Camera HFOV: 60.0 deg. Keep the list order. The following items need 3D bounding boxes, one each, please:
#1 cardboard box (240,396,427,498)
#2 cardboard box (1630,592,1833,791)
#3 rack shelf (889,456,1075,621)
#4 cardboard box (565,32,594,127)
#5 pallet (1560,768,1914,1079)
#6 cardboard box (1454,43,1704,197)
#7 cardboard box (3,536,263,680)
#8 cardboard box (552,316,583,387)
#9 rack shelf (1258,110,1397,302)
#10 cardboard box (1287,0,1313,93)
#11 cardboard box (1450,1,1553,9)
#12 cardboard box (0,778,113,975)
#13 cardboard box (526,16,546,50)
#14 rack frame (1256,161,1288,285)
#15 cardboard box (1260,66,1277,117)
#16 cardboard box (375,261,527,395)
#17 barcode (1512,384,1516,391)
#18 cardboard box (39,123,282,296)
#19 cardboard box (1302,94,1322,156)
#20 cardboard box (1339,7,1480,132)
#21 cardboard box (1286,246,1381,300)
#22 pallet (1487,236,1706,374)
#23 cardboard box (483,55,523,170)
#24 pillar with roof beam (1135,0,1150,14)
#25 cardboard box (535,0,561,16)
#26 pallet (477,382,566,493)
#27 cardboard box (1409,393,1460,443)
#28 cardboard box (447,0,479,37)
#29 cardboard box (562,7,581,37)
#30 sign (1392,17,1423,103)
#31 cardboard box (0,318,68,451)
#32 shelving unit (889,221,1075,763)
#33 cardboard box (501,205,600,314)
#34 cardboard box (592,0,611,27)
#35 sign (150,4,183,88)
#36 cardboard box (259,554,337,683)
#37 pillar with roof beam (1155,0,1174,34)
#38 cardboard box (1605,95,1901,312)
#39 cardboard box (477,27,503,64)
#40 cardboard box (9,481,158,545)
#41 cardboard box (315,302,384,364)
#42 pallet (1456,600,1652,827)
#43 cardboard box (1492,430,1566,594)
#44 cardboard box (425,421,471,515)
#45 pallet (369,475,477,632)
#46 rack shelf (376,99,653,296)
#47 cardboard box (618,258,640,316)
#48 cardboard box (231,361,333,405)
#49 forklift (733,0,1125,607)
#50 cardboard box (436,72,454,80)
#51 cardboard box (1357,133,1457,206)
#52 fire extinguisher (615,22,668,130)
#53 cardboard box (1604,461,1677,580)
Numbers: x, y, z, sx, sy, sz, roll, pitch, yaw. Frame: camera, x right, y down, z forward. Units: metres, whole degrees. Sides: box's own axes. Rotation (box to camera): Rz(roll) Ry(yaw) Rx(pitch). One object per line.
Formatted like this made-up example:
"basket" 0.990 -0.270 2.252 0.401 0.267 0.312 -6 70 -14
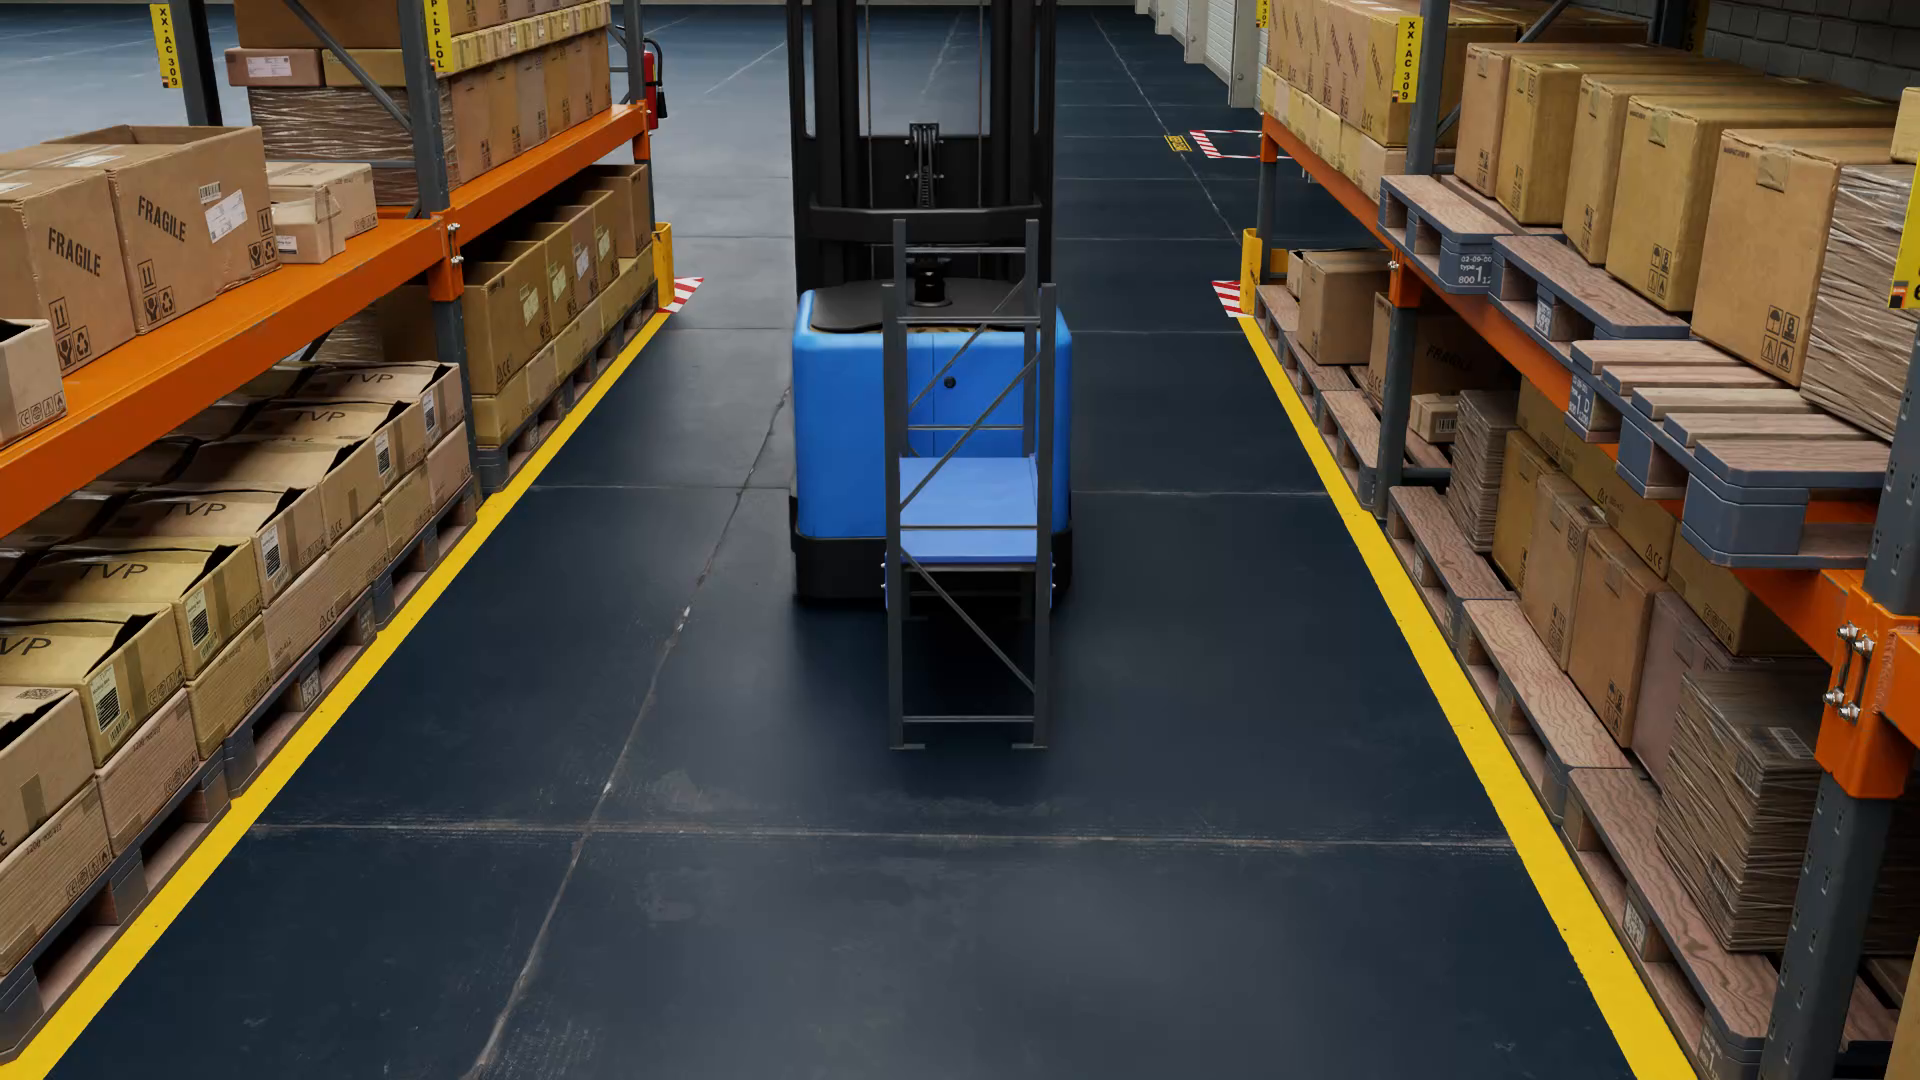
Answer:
"cardboard box" -2.371 -0.382 6.313 0.500 0.311 0.500 1 21 3
"cardboard box" 2.296 0.469 4.521 0.700 0.500 0.500 1 21 2
"rack shelf" 0.096 -0.028 5.524 0.538 0.185 1.000 2 21 5
"cardboard box" -2.552 -2.679 9.649 0.700 0.500 0.500 1 21 3
"pallet" 2.219 0.972 4.232 1.003 0.211 1.213 1 21 2
"cardboard box" 2.266 -1.560 6.155 0.700 0.500 0.500 1 21 2
"cardboard box" -2.422 0.166 4.901 0.500 0.311 0.500 0 21 0
"cardboard box" -2.278 -0.984 8.640 0.500 0.250 0.500 1 21 2
"rack shelf" 2.377 -1.879 8.720 1.077 0.370 4.000 1 21 2
"cardboard box" 2.076 -2.692 8.964 0.500 0.500 0.500 0 21 0
"cardboard box" 2.579 -2.315 7.992 0.500 0.500 0.500 1 21 3
"cardboard box" -2.448 0.802 4.037 0.500 0.250 0.500 1 21 1
"cardboard box" -2.380 -2.639 8.648 0.380 0.149 0.250 0 21 1
"rack frame" 2.438 -2.938 10.454 1.000 3.000 0.127 1 21 2
"cardboard box" 2.105 -2.704 10.032 0.500 0.250 0.500 0 21 0
"cardboard box" -2.309 -0.972 7.572 0.500 0.500 0.500 1 21 2
"barcode" 2.642 -0.705 7.933 0.001 0.075 0.075 1 21 2
"cardboard box" -2.691 -1.123 5.639 0.500 0.500 0.500 2 21 6
"cardboard box" 2.065 -2.150 8.602 0.500 0.250 0.500 1 21 2
"cardboard box" 2.031 -2.135 7.529 0.500 0.500 0.500 1 21 1
"cardboard box" 2.327 -1.640 10.218 0.500 0.311 0.500 -2 21 -4
"pallet" 2.214 -0.672 4.879 1.003 0.211 1.213 1 21 2
"cardboard box" -2.600 -2.124 8.218 0.700 0.500 0.500 1 21 2
"pillar with roof beam" -0.110 -16.366 36.769 9.100 9.000 0.400 1 21 2
"cardboard box" -2.568 -3.082 8.894 0.700 0.500 0.500 1 21 2
"pallet" -2.570 -0.532 8.108 1.003 0.211 1.213 1 21 2
"cardboard box" 2.302 -0.570 7.659 0.380 0.166 0.250 -2 21 -5
"cardboard box" -2.614 -2.539 7.495 0.700 0.500 0.500 1 21 1
"cardboard box" -2.359 -2.922 9.377 0.380 0.149 0.250 1 21 2
"sign" 1.773 -1.898 6.578 0.100 0.325 0.005 1 21 2
"cardboard box" -2.536 -0.378 3.980 0.500 0.311 0.500 0 21 1
"shelving unit" 0.096 -0.195 5.459 0.538 1.500 1.048 2 21 5
"cardboard box" -2.265 -1.515 8.970 0.500 0.500 0.500 1 21 2
"cardboard box" -2.335 -3.200 10.094 0.380 0.149 0.250 0 21 1
"sign" -3.190 -1.991 6.707 0.100 0.325 0.005 1 21 2
"cardboard box" -2.408 0.246 5.468 0.500 0.250 0.500 1 21 3
"pillar with roof beam" -0.292 -14.197 31.178 9.100 9.000 0.400 1 21 2
"cardboard box" 2.214 -0.918 4.501 0.700 0.500 0.500 1 21 2
"cardboard box" -2.404 -2.358 7.925 0.380 0.149 0.250 0 21 0
"cardboard box" -2.943 -0.017 5.373 0.500 0.311 0.500 1 21 3
"cardboard box" -2.813 -1.159 8.053 0.500 0.500 0.500 1 21 2
"pallet" 2.259 0.532 5.365 1.003 0.211 1.213 1 21 2
"cardboard box" 2.345 -0.078 5.930 0.700 0.500 0.500 0 21 1
"cardboard box" -2.358 -0.305 6.890 0.500 0.250 0.500 0 21 1
"pallet" -2.619 0.022 6.680 1.003 0.211 1.213 1 21 2
"rack shelf" -2.575 -1.932 8.857 1.077 0.370 4.000 1 21 2
"cardboard box" -2.238 -1.527 10.038 0.500 0.250 0.500 1 21 2
"cardboard box" -2.897 -0.573 6.805 0.500 0.311 0.500 1 21 2
"forklift" -0.356 -1.619 7.150 1.130 2.935 3.031 -8 22 -19
"cardboard box" -2.426 -2.080 7.207 0.380 0.149 0.250 1 21 2
"cardboard box" 2.027 -1.606 7.200 0.500 0.250 0.500 1 21 2
"fire extinguisher" -2.046 -2.993 10.702 0.296 0.674 0.183 1 21 2
"cardboard box" 2.255 -0.087 4.917 0.500 0.250 0.500 1 21 1
